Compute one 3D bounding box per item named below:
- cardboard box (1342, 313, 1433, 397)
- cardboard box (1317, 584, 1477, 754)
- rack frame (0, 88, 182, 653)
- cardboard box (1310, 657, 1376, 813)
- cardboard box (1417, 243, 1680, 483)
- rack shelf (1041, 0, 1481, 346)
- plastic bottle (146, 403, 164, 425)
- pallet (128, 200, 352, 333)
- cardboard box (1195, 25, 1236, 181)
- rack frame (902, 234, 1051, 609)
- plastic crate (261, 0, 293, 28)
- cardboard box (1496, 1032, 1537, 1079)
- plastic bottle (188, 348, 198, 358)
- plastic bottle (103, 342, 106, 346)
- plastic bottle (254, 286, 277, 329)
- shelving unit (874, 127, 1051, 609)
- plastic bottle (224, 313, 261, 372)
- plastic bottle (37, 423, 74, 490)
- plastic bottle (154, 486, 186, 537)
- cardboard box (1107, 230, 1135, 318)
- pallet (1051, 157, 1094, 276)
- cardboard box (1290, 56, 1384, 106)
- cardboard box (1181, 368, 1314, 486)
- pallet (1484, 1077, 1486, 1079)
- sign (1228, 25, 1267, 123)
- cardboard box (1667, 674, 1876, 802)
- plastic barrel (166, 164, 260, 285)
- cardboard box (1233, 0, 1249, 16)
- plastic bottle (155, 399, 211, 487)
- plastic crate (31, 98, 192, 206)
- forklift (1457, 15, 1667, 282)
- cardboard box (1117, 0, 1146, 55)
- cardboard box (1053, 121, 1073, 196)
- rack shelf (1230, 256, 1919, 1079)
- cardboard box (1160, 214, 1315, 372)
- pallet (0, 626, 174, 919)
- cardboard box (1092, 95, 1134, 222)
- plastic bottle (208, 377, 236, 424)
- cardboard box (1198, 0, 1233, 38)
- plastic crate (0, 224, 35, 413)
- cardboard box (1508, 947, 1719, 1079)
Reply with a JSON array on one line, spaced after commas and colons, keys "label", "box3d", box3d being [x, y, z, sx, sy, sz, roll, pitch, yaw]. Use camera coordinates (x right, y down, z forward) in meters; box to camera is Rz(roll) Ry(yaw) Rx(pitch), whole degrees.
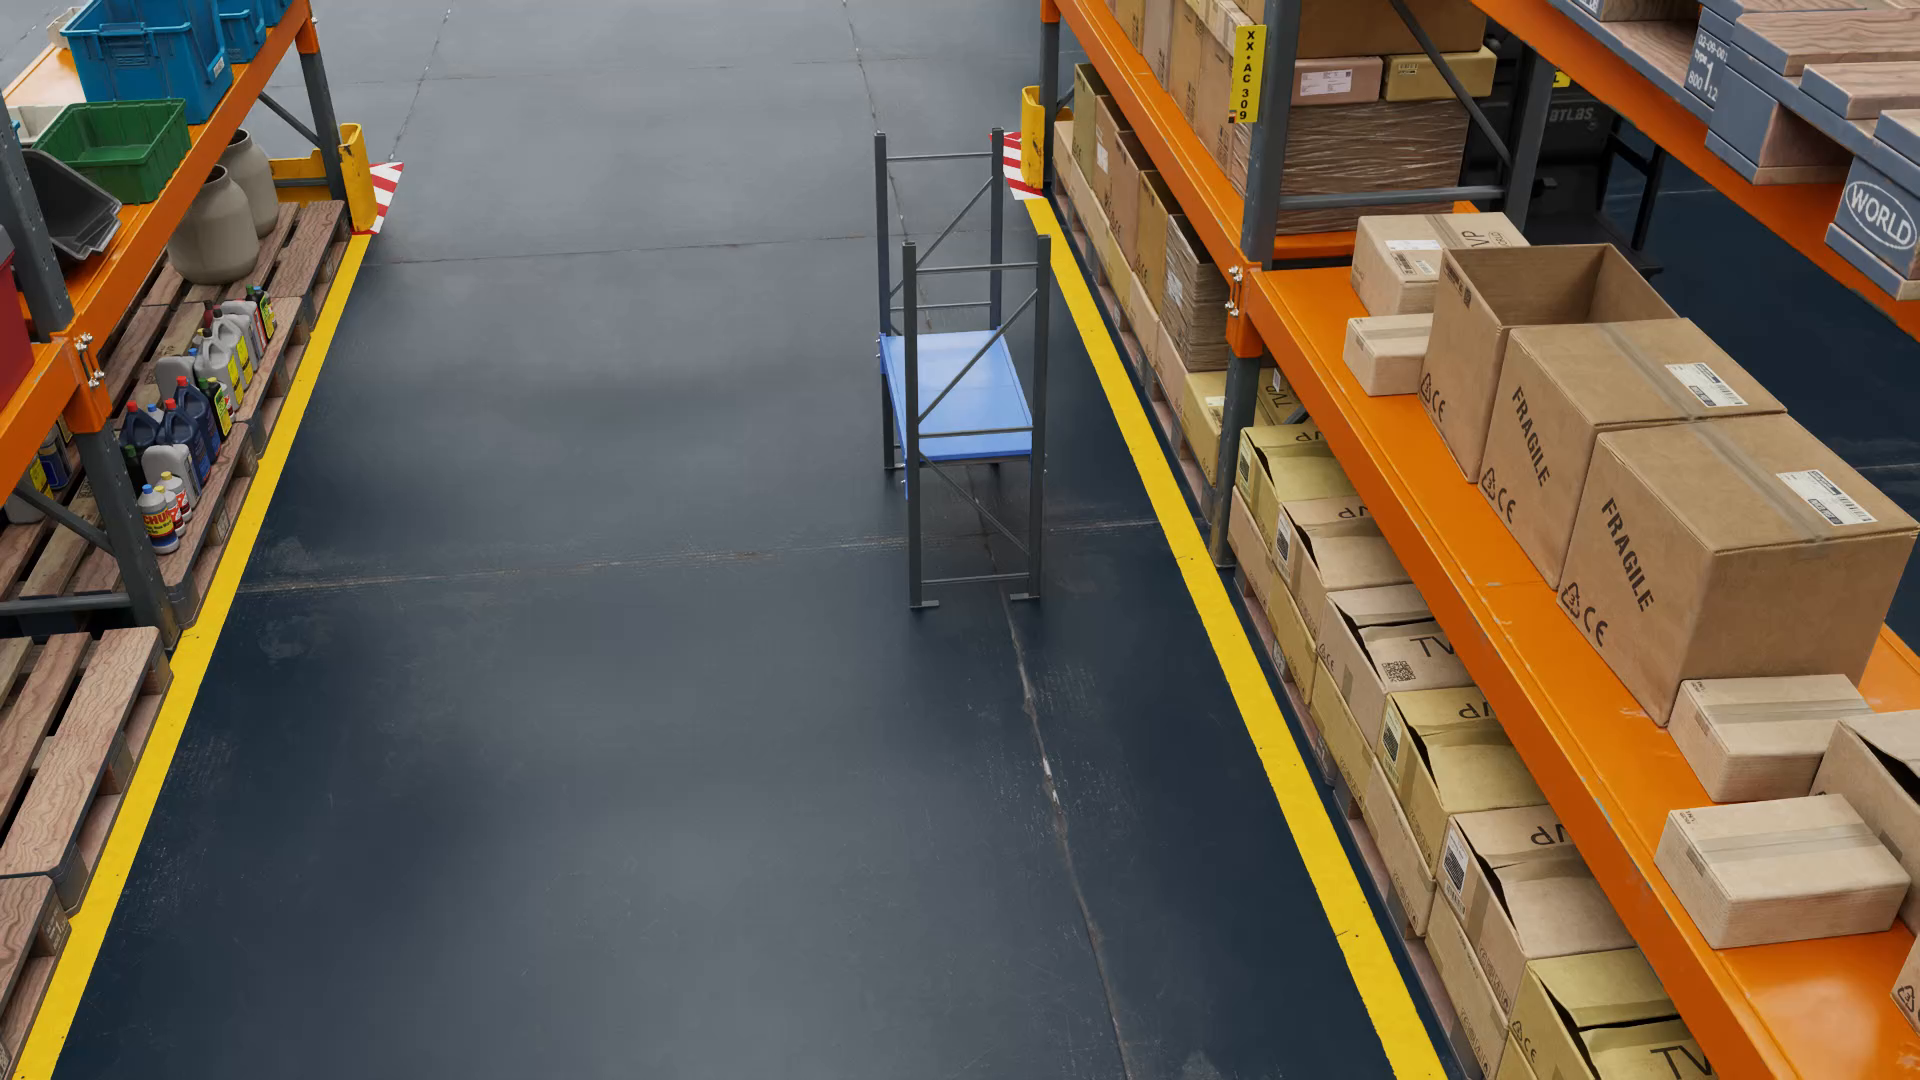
[{"label": "cardboard box", "box3d": [1.417, -0.580, 5.160, 0.380, 0.149, 0.250, -4, 35, -6]}, {"label": "cardboard box", "box3d": [1.442, 0.356, 5.135, 0.500, 0.311, 0.500, -5, 35, -8]}, {"label": "rack frame", "box3d": [-3.409, -0.820, 5.290, 1.000, 3.000, 0.127, -4, 35, -6]}, {"label": "cardboard box", "box3d": [1.449, 0.587, 5.293, 0.500, 0.250, 0.500, -5, 35, -8]}, {"label": "cardboard box", "box3d": [1.658, -0.511, 4.747, 0.500, 0.500, 0.500, -2, 34, -3]}, {"label": "rack shelf", "box3d": [1.231, -2.012, 7.678, 1.077, 0.370, 4.000, -4, 35, -6]}, {"label": "plastic bottle", "box3d": [-3.245, -0.428, 6.747, 0.097, 0.271, 0.097, 0, 34, 0]}, {"label": "pallet", "box3d": [-3.786, -1.408, 8.628, 1.003, 0.211, 1.213, -4, 35, -6]}, {"label": "cardboard box", "box3d": [1.357, -1.776, 6.603, 0.700, 0.500, 0.500, -5, 35, -7]}, {"label": "rack frame", "box3d": [0.057, -0.384, 5.981, 0.500, 1.500, 0.032, -4, 35, -6]}, {"label": "plastic crate", "box3d": [-3.583, -2.734, 8.231, 0.499, 0.251, 0.616, -4, 35, -6]}, {"label": "cardboard box", "box3d": [1.653, 1.439, 4.044, 0.500, 0.250, 0.500, -5, 35, -7]}, {"label": "plastic bottle", "box3d": [-3.327, -0.740, 7.267, 0.097, 0.201, 0.097, 0, 34, 0]}, {"label": "plastic bottle", "box3d": [-3.998, -0.985, 7.626, 0.097, 0.201, 0.097, 0, 34, 0]}, {"label": "plastic bottle", "box3d": [-3.265, -1.086, 7.775, 0.097, 0.201, 0.097, 0, 34, 0]}, {"label": "shelving unit", "box3d": [-0.011, -0.667, 6.397, 0.538, 1.500, 1.048, -4, 35, -6]}, {"label": "plastic bottle", "box3d": [-3.240, -0.897, 7.430, 0.152, 0.276, 0.135, -5, 35, -8]}, {"label": "plastic bottle", "box3d": [-3.663, -0.347, 6.623, 0.152, 0.276, 0.135, -4, 35, -6]}, {"label": "plastic bottle", "box3d": [-3.031, -0.113, 6.347, 0.097, 0.201, 0.097, 0, 34, 0]}, {"label": "cardboard box", "box3d": [1.014, -1.310, 8.077, 0.500, 0.250, 0.500, -4, 35, -6]}, {"label": "pallet", "box3d": [1.107, -1.850, 9.277, 1.003, 0.211, 1.213, -4, 35, -6]}, {"label": "cardboard box", "box3d": [1.251, -1.638, 5.826, 0.380, 0.149, 0.250, -4, 35, -6]}, {"label": "cardboard box", "box3d": [1.221, -0.473, 6.849, 0.500, 0.250, 0.500, -4, 35, -6]}, {"label": "pallet", "box3d": [1.966, 1.729, 4.026, 1.003, 0.211, 1.213, -4, 35, -6]}, {"label": "sign", "box3d": [0.951, -1.541, 5.509, 0.100, 0.325, 0.005, -4, 35, -6]}, {"label": "cardboard box", "box3d": [1.811, 0.435, 3.671, 0.380, 0.149, 0.250, -2, 34, -3]}, {"label": "plastic barrel", "box3d": [-3.715, -1.557, 8.207, 0.421, 0.512, 0.421, 0, 34, 0]}, {"label": "cardboard box", "box3d": [1.365, -2.300, 6.220, 0.700, 0.500, 0.500, -4, 35, -6]}, {"label": "plastic bottle", "box3d": [-3.106, -0.389, 6.619, 0.144, 0.351, 0.185, -3, 34, -5]}, {"label": "plastic crate", "box3d": [-3.311, -1.512, 6.493, 0.450, 0.188, 0.662, -4, 35, -6]}, {"label": "forklift", "box3d": [2.817, -2.461, 7.758, 1.130, 2.935, 3.031, -5, 35, -7]}, {"label": "cardboard box", "box3d": [1.149, -2.635, 7.864, 0.700, 0.500, 0.500, -4, 34, -6]}, {"label": "cardboard box", "box3d": [0.814, -2.147, 9.305, 0.500, 0.250, 0.500, -4, 35, -6]}, {"label": "rack shelf", "box3d": [1.769, 0.220, 4.402, 1.077, 0.370, 4.000, -4, 35, -6]}, {"label": "cardboard box", "box3d": [1.166, -1.063, 7.049, 0.500, 0.500, 0.500, -4, 35, -6]}, {"label": "pallet", "box3d": [-3.265, 0.767, 5.437, 1.003, 0.211, 1.213, -4, 35, -6]}, {"label": "cardboard box", "box3d": [0.963, -1.900, 8.277, 0.500, 0.500, 0.500, -4, 35, -6]}, {"label": "plastic bottle", "box3d": [-3.146, -0.593, 7.050, 0.097, 0.201, 0.097, 0, 34, 0]}, {"label": "cardboard box", "box3d": [1.146, -2.069, 6.457, 0.380, 0.149, 0.250, -4, 35, -6]}, {"label": "plastic crate", "box3d": [-3.040, -0.600, 4.910, 0.402, 0.464, 0.583, -4, 35, -6]}, {"label": "cardboard box", "box3d": [1.647, 1.207, 3.887, 0.500, 0.311, 0.500, -5, 35, -7]}]
